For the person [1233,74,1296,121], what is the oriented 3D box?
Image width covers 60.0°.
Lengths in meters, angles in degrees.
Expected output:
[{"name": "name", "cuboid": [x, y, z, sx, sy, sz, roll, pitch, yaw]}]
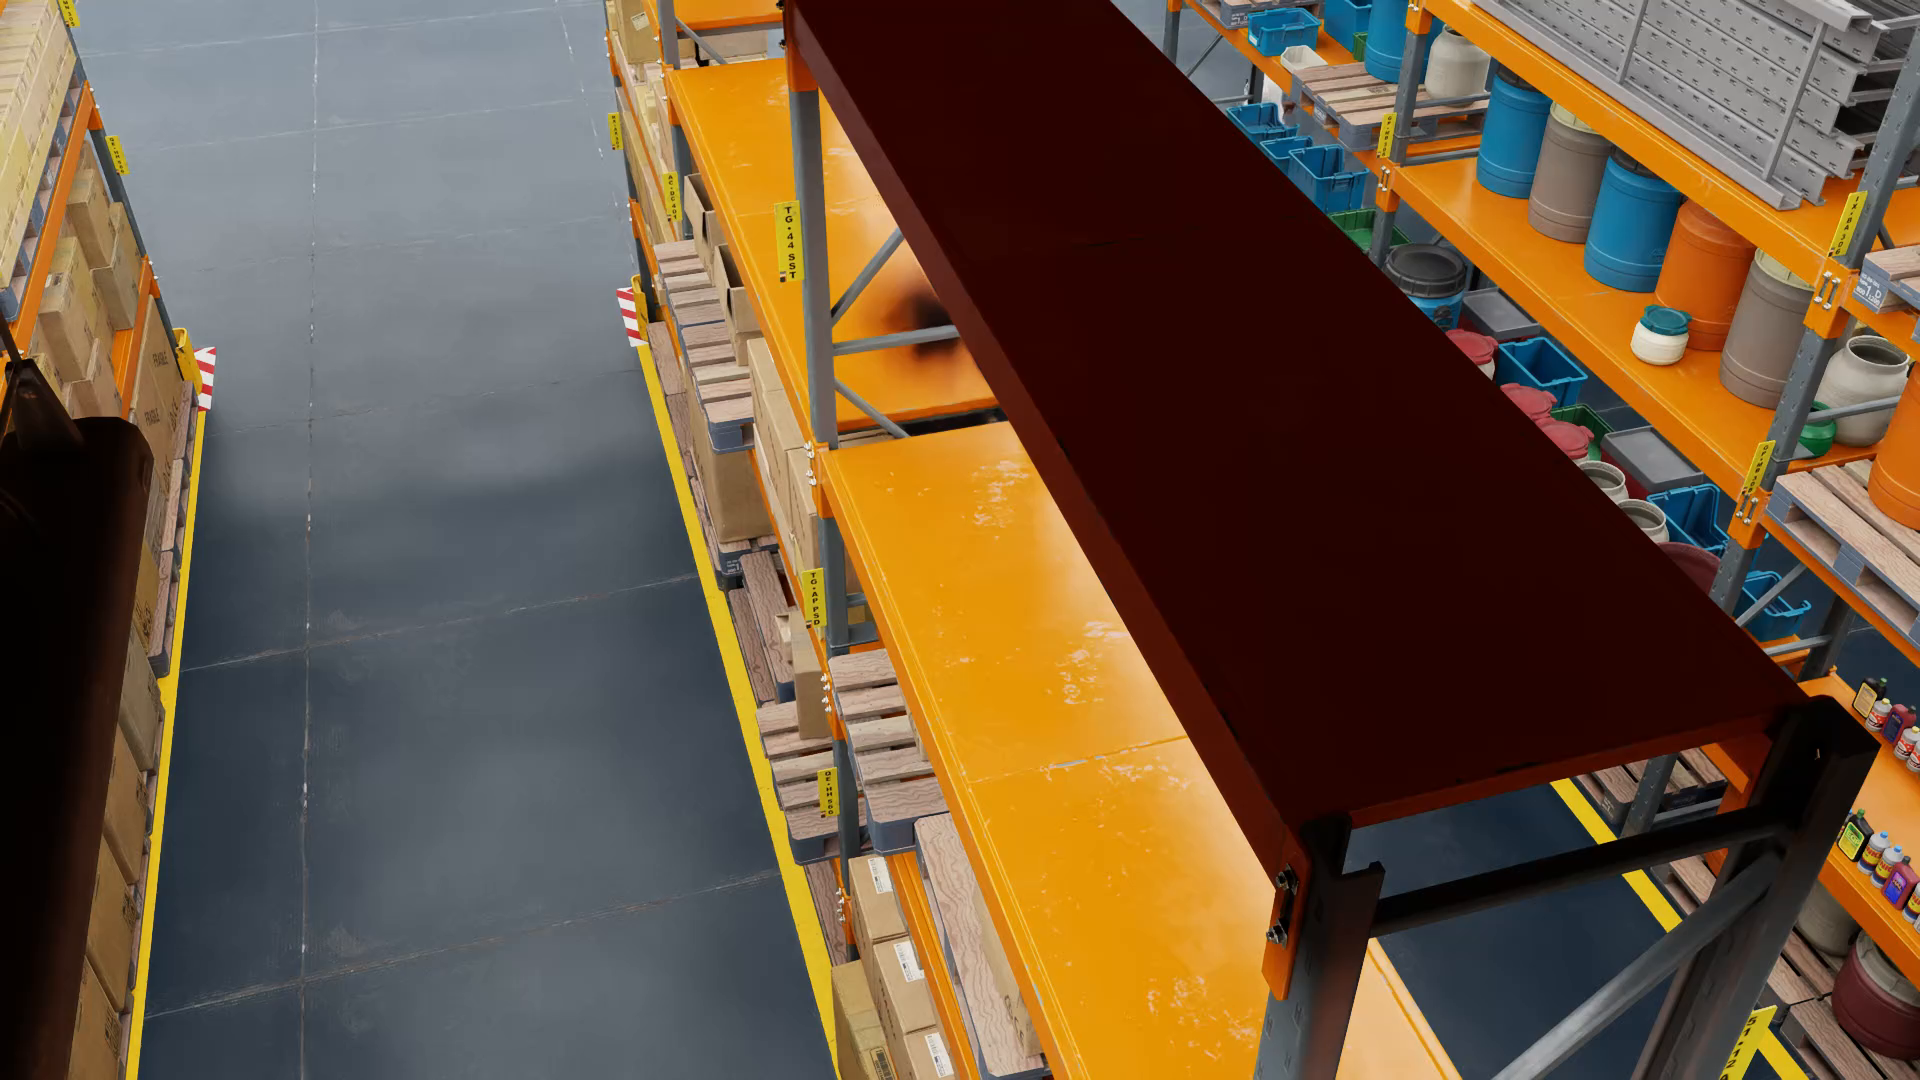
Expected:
[{"name": "person", "cuboid": [3.019, -4.264, 16.821, 0.643, 1.689, 0.727, 26, 45, 29]}]
